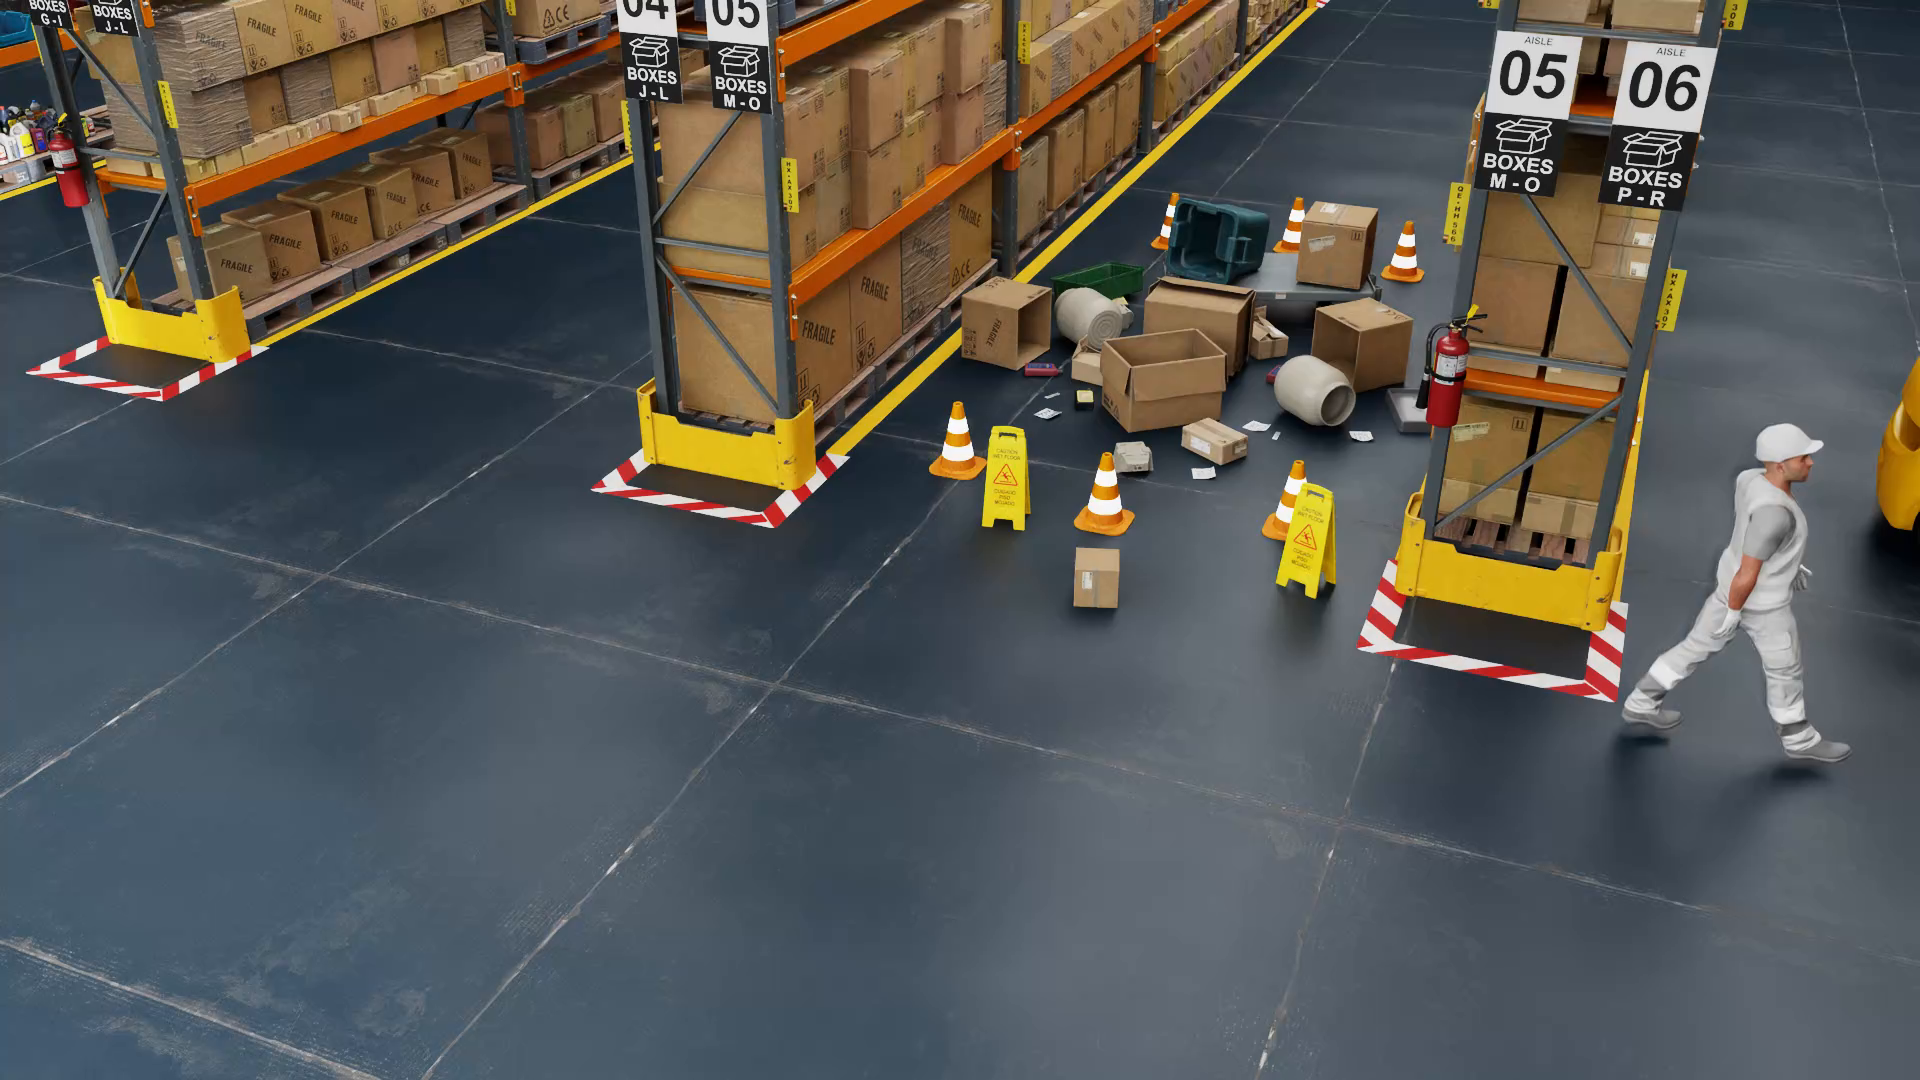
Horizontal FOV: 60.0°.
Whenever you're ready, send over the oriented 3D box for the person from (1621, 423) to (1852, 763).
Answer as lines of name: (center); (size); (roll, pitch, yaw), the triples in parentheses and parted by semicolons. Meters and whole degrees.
person: (3.869, 0.241, 7.937); (1.056, 1.733, 0.536); (4, 30, 8)
